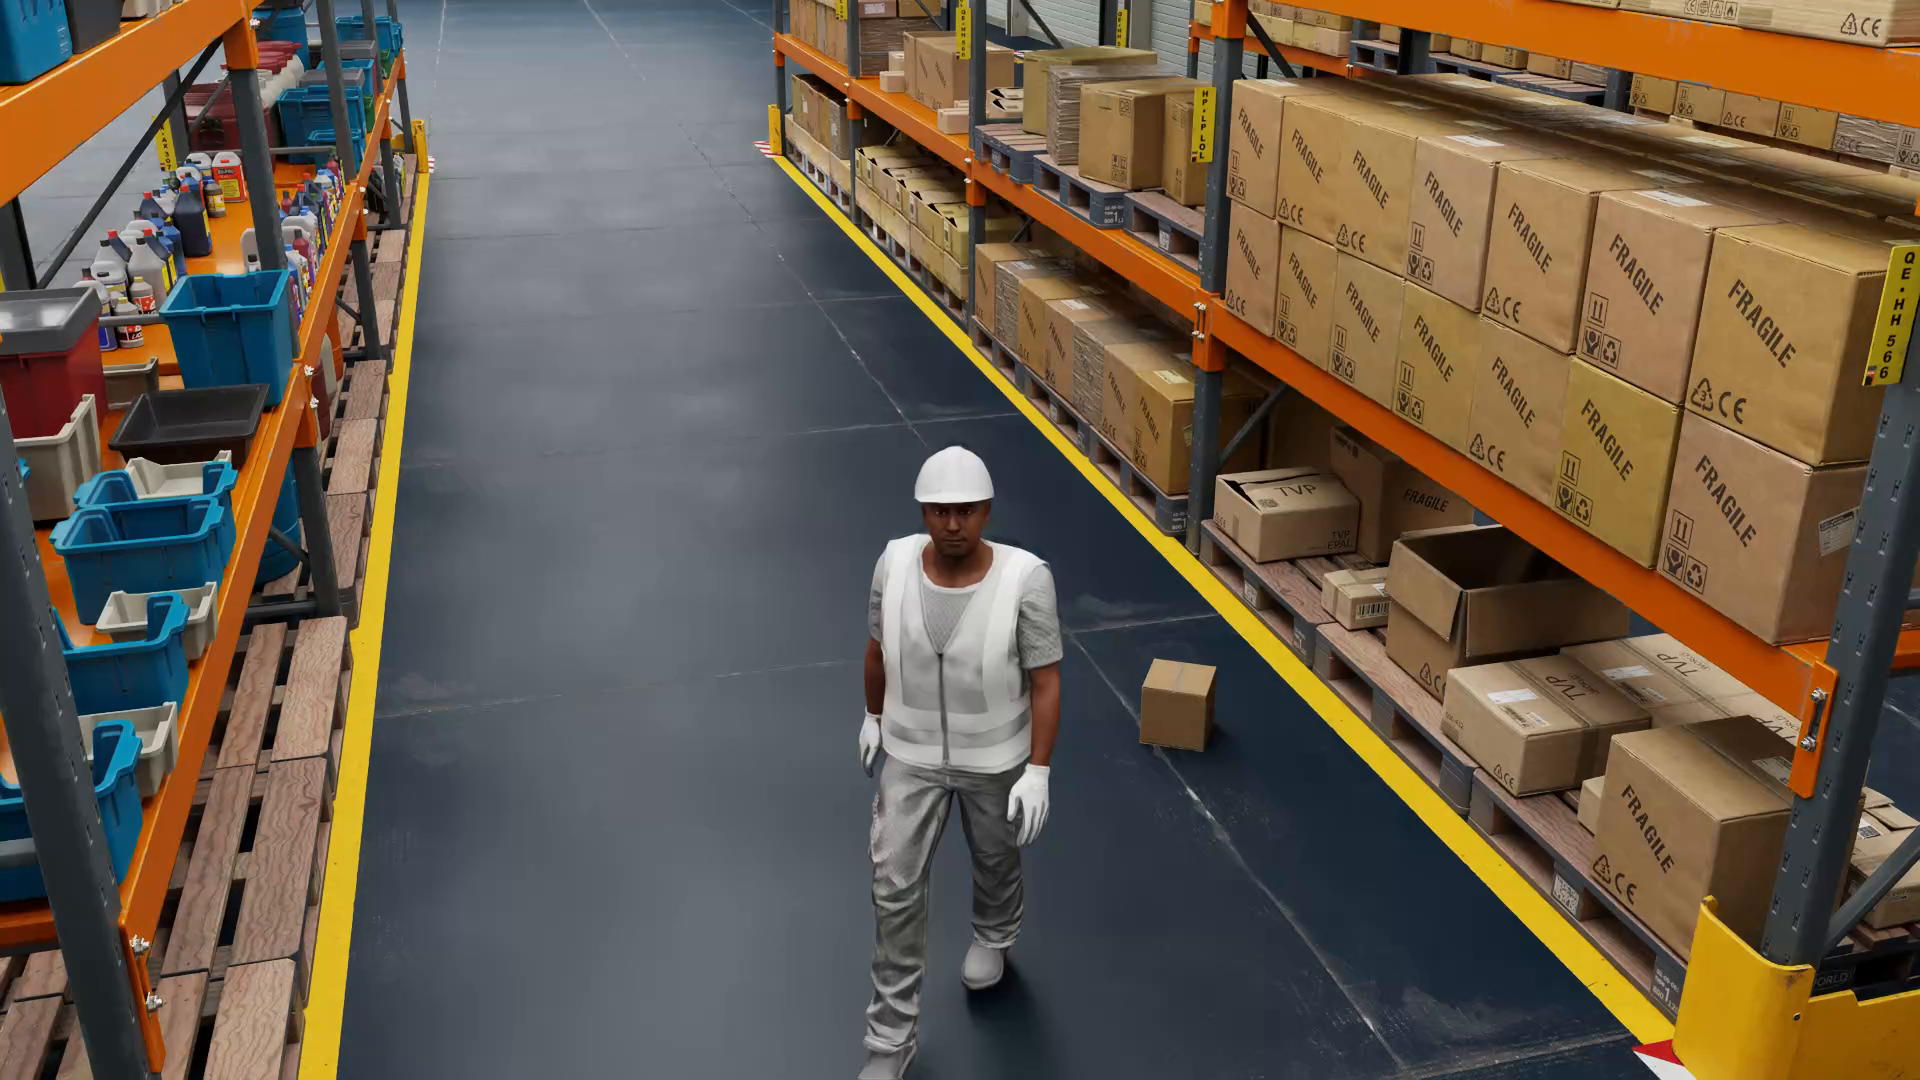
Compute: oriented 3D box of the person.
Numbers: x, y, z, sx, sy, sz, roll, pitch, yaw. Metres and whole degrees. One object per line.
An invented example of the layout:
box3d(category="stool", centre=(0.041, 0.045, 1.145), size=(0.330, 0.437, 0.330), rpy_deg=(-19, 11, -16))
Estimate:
box3d(category="person", centre=(-0.033, 0.626, 4.561), size=(0.608, 1.788, 0.853), rpy_deg=(4, 23, 9))
